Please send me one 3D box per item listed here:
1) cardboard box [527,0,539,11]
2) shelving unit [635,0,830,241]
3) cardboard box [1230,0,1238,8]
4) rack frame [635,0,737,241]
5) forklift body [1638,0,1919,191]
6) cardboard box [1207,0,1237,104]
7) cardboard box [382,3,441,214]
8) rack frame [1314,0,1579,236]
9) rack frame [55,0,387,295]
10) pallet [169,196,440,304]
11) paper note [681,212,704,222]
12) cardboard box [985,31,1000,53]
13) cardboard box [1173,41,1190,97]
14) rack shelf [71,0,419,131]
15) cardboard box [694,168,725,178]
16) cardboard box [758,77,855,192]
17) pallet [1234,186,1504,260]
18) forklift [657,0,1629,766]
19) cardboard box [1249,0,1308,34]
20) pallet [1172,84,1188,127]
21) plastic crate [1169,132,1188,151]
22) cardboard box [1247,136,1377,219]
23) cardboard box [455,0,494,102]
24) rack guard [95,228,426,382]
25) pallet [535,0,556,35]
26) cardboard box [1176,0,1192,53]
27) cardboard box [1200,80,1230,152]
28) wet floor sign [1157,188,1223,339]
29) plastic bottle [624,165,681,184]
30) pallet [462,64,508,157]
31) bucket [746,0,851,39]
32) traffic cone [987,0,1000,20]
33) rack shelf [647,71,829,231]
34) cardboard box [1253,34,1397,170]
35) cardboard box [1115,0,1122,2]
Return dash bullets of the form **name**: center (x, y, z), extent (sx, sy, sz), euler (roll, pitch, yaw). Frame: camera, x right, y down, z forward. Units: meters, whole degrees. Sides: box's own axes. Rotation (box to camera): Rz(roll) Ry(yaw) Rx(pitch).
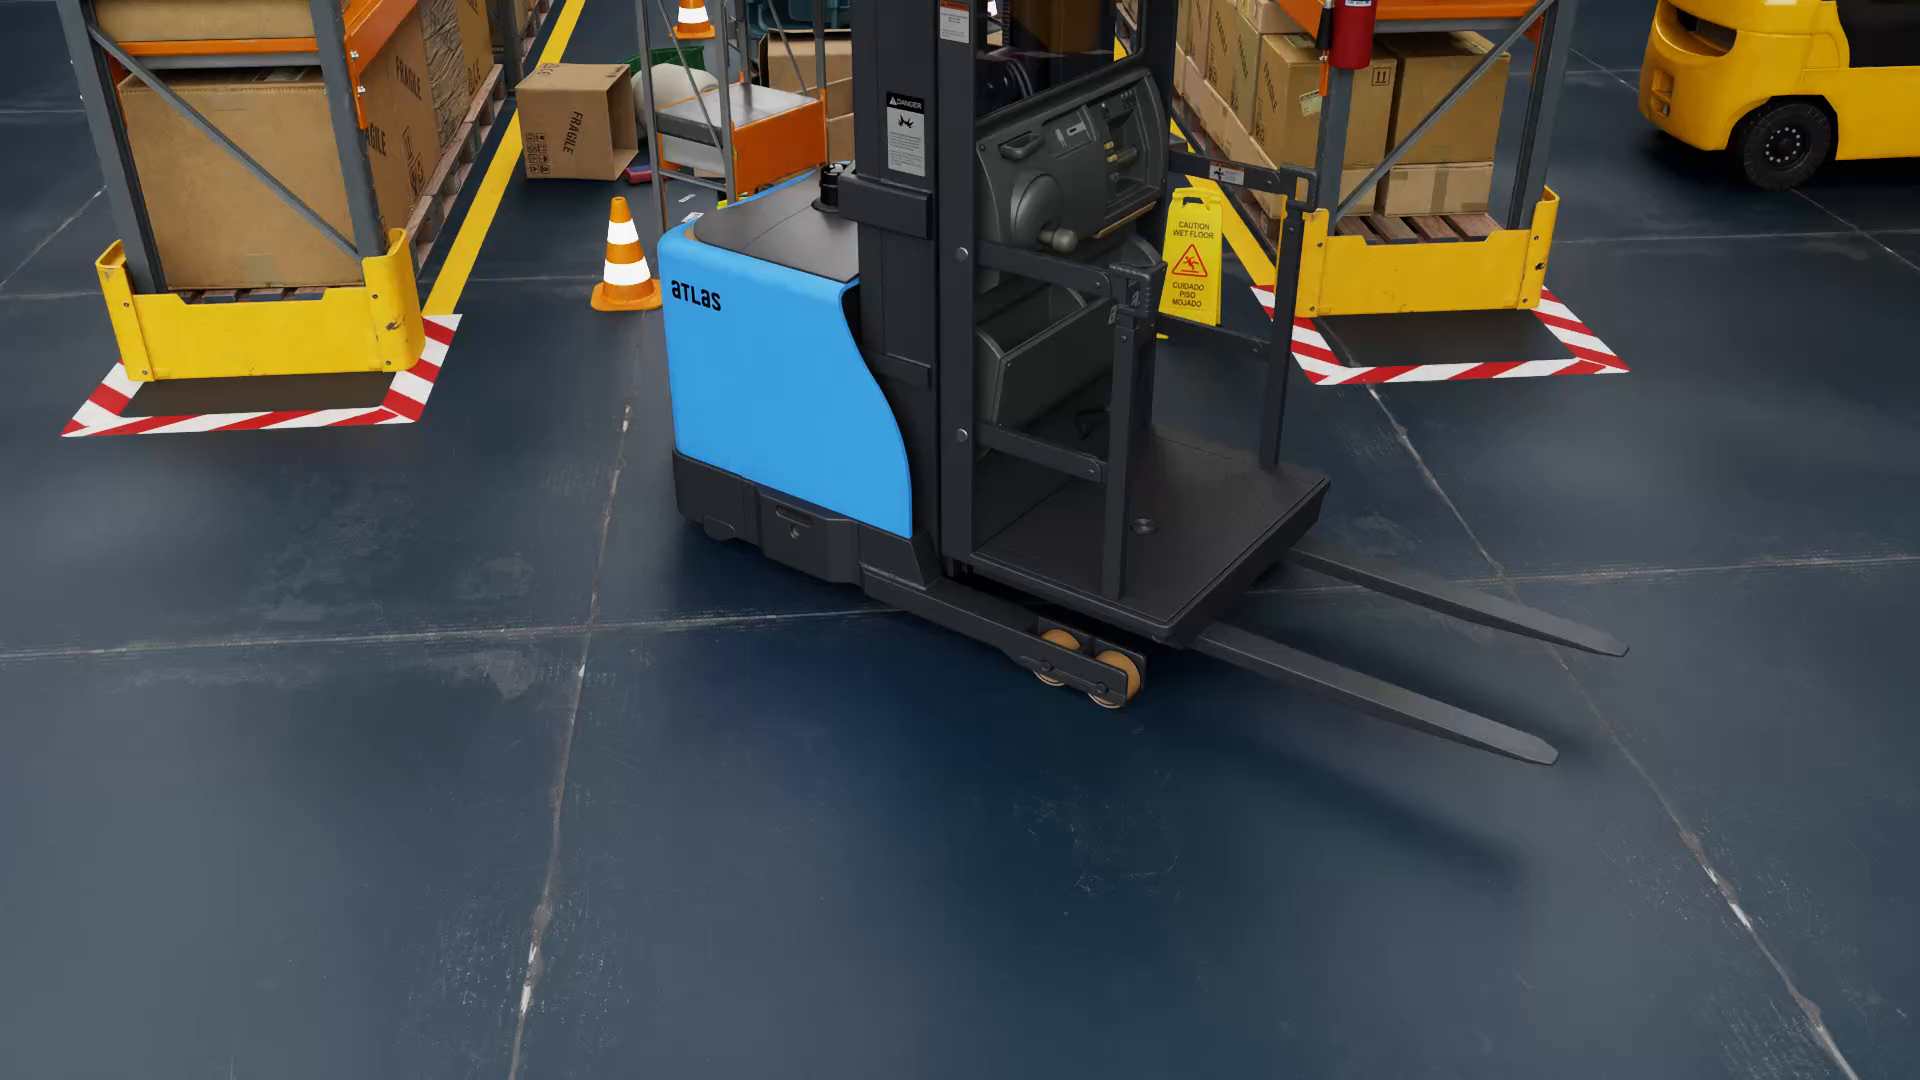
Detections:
- **cardboard box**: center (-3.485, -4.127, 11.518), extent (1.050, 0.750, 0.750), euler (-3, 31, -5)
- **shelving unit**: center (-0.784, -1.351, 5.962), extent (0.431, 2.100, 0.503), euler (21, 37, 31)
- **cardboard box**: center (1.563, -2.798, 8.417), extent (0.380, 0.149, 0.250), euler (-1, 31, -2)
- **rack frame**: center (-0.930, -1.251, 5.794), extent (0.400, 2.100, 0.015), euler (21, 37, 31)
- **forklift body**: center (4.990, -3.110, 8.859), extent (2.313, 2.155, 1.214), euler (-3, 31, -5)
- **cardboard box**: center (1.615, -2.596, 8.712), extent (0.500, 0.500, 0.500), euler (-3, 31, -6)
- **cardboard box**: center (-3.091, -2.125, 8.045), extent (0.875, 0.875, 0.875), euler (-3, 31, -5)
- **rack frame**: center (2.041, -2.354, 6.765), extent (1.000, 3.000, 0.127), euler (-3, 31, -5)
- **rack frame**: center (-2.877, -2.065, 6.282), extent (1.000, 3.000, 0.127), euler (-3, 31, -5)
- **pallet**: center (-3.030, -1.272, 7.674), extent (1.003, 0.211, 1.213), euler (-3, 31, -5)
- **paper note**: center (-1.330, -1.650, 8.485), extent (0.144, 0.017, 0.142), euler (8, 32, 13)
- **cardboard box**: center (0.413, -2.712, 9.800), extent (0.500, 0.500, 0.500), euler (20, 36, 29)
- **cardboard box**: center (1.515, -2.810, 9.801), extent (0.500, 0.250, 0.500), euler (-1, 31, -2)
- **rack shelf**: center (-3.064, -2.777, 8.176), extent (1.077, 0.370, 4.000), euler (-3, 31, -5)
- **cardboard box**: center (-1.257, -2.144, 9.081), extent (0.396, 0.266, 0.258), euler (2, 31, 4)
- **cardboard box**: center (-0.643, -2.057, 8.704), extent (0.637, 0.503, 0.797), euler (27, 40, 37)
- **pallet**: center (1.994, -1.612, 8.243), extent (1.003, 0.211, 1.213), euler (-3, 31, -5)
- **forklift**: center (0.509, -1.072, 4.686), extent (3.031, 2.935, 1.130), euler (20, 36, 30)
- **cardboard box**: center (1.606, -2.535, 7.976), extent (0.380, 0.149, 0.250), euler (-2, 31, -3)
- **pallet**: center (1.766, -2.858, 10.328), extent (1.003, 0.211, 1.213), euler (-3, 31, -5)
- **plastic crate**: center (0.998, -2.302, 9.525), extent (0.402, 0.080, 0.583), euler (-14, 33, -22)
- **cardboard box**: center (1.696, -1.766, 8.053), extent (0.500, 0.250, 0.500), euler (-3, 31, -5)
- **cardboard box**: center (-3.262, -3.051, 9.595), extent (0.875, 0.875, 0.875), euler (-2, 31, -4)
- **rack guard**: center (-2.875, -0.980, 6.902), extent (1.175, 0.500, 0.348), euler (-3, 31, -5)
- **pallet**: center (-3.515, -3.925, 12.115), extent (1.003, 0.211, 1.213), euler (-3, 31, -5)
- **cardboard box**: center (1.516, -3.131, 9.607), extent (0.500, 0.500, 0.500), euler (-2, 31, -3)
- **cardboard box**: center (1.603, -2.285, 8.922), extent (0.500, 0.250, 0.500), euler (-4, 31, -6)
- **wet floor sign**: center (0.994, -1.195, 7.121), extent (0.267, 0.644, 0.232), euler (8, 32, 13)
- **plastic bottle**: center (-1.666, -1.995, 9.030), extent (0.283, 0.061, 0.133), euler (-14, 33, -22)
- **pallet**: center (-3.258, -2.518, 9.760), extent (1.003, 0.211, 1.213), euler (-3, 31, -5)
- **bucket**: center (-0.943, -3.395, 10.219), extent (0.726, 0.611, 0.620), euler (8, 22, 13)
- **traffic cone**: center (0.158, -3.873, 11.783), extent (0.336, 0.463, 0.334), euler (-3, 31, -5)
- **rack shelf**: center (-0.784, -1.339, 5.969), extent (0.431, 0.518, 0.480), euler (21, 37, 31)
- **cardboard box**: center (1.707, -2.072, 7.834), extent (0.500, 0.500, 0.500), euler (-3, 31, -4)
- **cardboard box**: center (1.546, -4.083, 11.813), extent (0.950, 0.372, 0.625), euler (-1, 31, -1)
